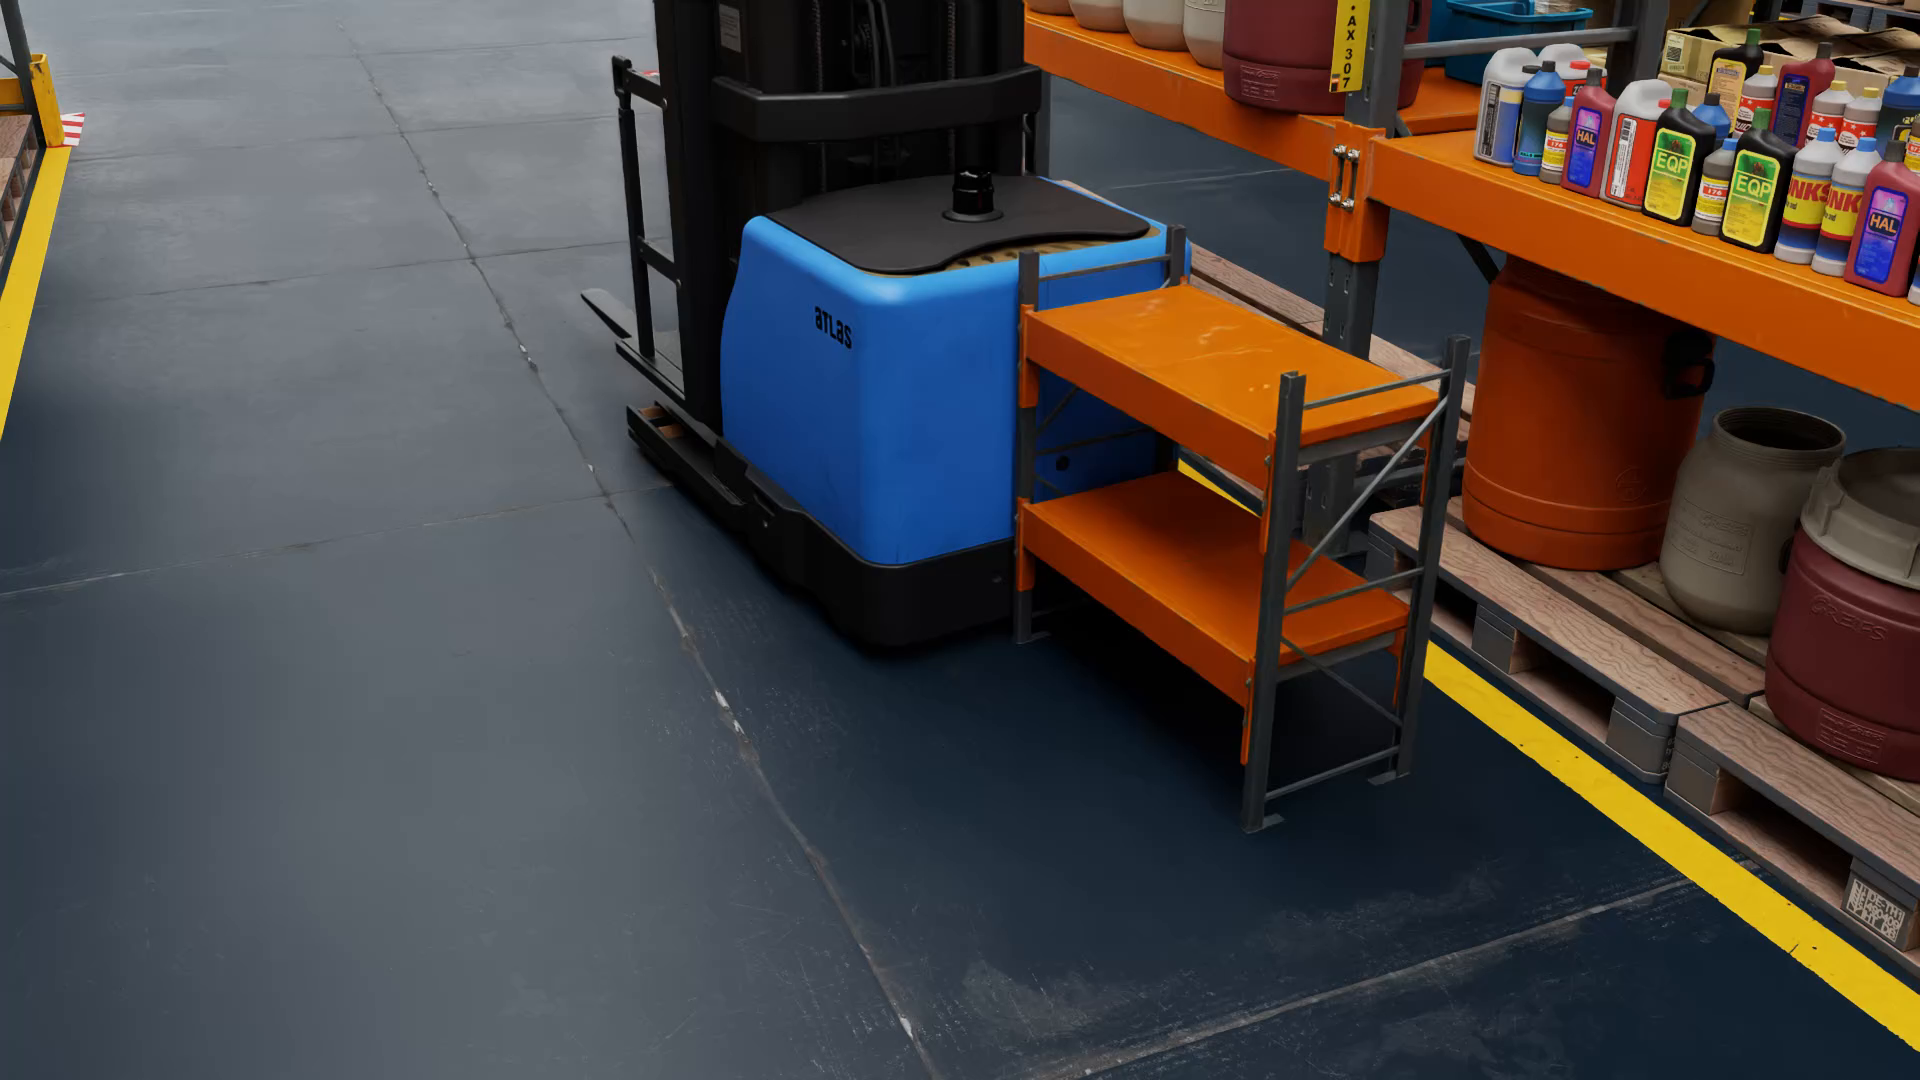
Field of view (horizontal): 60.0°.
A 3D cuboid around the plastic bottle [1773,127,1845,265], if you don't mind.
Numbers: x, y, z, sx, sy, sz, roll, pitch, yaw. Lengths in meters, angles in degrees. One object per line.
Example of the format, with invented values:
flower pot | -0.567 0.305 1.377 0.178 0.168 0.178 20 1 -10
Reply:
plastic bottle | 2.178 -0.287 2.566 0.097 0.271 2.212 -11 28 -21

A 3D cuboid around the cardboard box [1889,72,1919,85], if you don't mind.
cardboard box | 5.077 -2.227 8.408 0.500 0.311 0.500 -10 28 -19

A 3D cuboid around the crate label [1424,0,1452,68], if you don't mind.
crate label | 1.408 -1.851 5.582 0.502 0.435 0.616 -11 28 -21

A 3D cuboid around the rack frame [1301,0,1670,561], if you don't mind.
rack frame | 1.548 -1.387 4.673 1.000 3.000 0.127 -11 28 -21

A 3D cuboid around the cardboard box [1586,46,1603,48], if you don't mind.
cardboard box | 3.971 -3.158 10.955 0.500 0.250 0.500 -11 28 -21

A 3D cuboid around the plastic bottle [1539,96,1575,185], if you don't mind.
plastic bottle | 1.479 -0.977 4.059 0.097 0.201 0.097 0 26 0

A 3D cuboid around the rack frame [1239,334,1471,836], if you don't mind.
rack frame | 0.876 0.119 3.725 0.500 1.125 0.032 -14 29 -26

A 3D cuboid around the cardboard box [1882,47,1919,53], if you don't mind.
cardboard box | 5.366 -2.532 9.033 0.500 0.311 0.500 -11 28 -21

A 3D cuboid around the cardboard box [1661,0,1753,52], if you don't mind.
cardboard box | 4.647 -3.383 10.560 0.500 0.500 0.500 -11 28 -21

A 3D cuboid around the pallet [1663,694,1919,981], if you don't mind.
pallet | 2.369 0.669 3.640 1.003 0.211 1.213 -11 28 -21

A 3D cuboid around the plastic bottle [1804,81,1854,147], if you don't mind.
plastic bottle | 2.218 -1.065 4.239 0.097 0.201 0.097 0 26 0

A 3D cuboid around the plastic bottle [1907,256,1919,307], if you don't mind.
plastic bottle | 1.893 -0.582 3.169 0.097 0.271 0.097 0 26 0

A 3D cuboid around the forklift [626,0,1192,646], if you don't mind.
forklift | -1.627 -10.456 23.426 19.219 2.843 39.197 -14 29 -26

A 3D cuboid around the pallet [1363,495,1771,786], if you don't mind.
pallet | 1.895 0.177 4.647 1.003 0.211 1.213 -11 28 -21

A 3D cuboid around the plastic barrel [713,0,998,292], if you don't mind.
plastic barrel | -0.238 -1.467 4.804 0.905 2.708 0.517 -11 28 -21

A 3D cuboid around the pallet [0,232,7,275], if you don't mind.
pallet | -4.871 -1.163 7.392 1.003 0.211 1.213 -11 28 -21

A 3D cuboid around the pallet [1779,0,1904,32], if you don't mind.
pallet | 5.877 -1.760 8.614 9.879 0.211 12.008 -11 28 -21

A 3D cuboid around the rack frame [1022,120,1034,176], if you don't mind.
rack frame | -0.021 -3.002 7.979 0.949 2.616 0.053 -11 28 -21

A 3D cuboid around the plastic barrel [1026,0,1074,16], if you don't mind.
plastic barrel | 0.442 -2.343 6.475 0.433 0.535 0.433 0 26 0

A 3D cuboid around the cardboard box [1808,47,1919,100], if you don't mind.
cardboard box | 4.869 -2.436 8.836 0.500 0.311 0.500 -12 28 -22

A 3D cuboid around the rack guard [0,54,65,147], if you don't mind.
rack guard | -6.112 -2.612 10.030 1.175 0.500 0.348 -11 28 -21

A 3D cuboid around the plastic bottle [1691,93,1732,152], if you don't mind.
plastic bottle | 1.678 -0.871 3.763 0.097 0.271 0.097 0 26 0

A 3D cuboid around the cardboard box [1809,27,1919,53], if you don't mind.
cardboard box | 5.173 -2.734 9.446 0.500 0.311 0.500 -10 28 -19

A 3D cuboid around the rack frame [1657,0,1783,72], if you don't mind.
rack frame | 4.541 -3.852 9.720 1.000 3.000 0.127 -11 28 -21

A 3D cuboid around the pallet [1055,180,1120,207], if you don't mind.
pallet | 0.325 -1.439 7.956 1.003 0.211 1.213 -11 28 -21

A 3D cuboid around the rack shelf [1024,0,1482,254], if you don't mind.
rack shelf | 0.765 -1.872 6.484 1.077 0.370 4.000 -11 28 -21

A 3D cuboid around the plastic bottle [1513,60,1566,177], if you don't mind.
plastic bottle | 1.440 -1.048 4.124 0.097 0.271 0.097 0 26 0

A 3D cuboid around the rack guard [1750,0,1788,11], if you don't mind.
rack guard | 7.561 -5.165 15.259 1.175 0.500 0.348 -11 28 -21

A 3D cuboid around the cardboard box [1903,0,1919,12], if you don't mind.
cardboard box | 8.184 -4.564 13.526 0.700 0.500 0.500 -12 29 -24

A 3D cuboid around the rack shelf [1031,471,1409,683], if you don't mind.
rack shelf | 0.624 0.079 4.197 0.459 0.093 0.952 -14 29 -26

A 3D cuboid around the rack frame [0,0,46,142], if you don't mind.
rack frame | -6.142 -3.766 9.544 1.000 3.000 0.127 -11 28 -21

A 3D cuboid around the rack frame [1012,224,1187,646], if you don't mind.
rack frame | 0.372 -0.269 4.518 0.500 1.125 0.032 -14 29 -26

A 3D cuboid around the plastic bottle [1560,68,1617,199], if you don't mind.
plastic bottle | 1.507 -0.964 3.939 0.061 0.283 0.133 -11 28 -21

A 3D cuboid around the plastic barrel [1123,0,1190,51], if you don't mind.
plastic barrel | 0.784 -1.986 5.772 0.421 0.512 0.421 0 26 0

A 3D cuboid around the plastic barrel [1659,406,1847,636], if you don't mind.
plastic barrel | 2.059 -0.051 4.292 0.421 0.512 0.421 0 26 0

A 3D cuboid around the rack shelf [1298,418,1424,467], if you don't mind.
rack shelf | 0.624 -0.386 3.969 0.416 0.054 0.922 -14 29 -26

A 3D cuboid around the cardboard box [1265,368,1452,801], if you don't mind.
cardboard box | 0.874 0.119 3.724 0.474 0.981 0.047 -12 28 -23

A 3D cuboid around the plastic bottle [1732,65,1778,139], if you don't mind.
plastic bottle | 2.128 -1.158 4.430 0.097 0.201 0.097 0 26 0

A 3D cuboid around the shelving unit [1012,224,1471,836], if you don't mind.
shelving unit | -11.185 -3.243 5.055 18.801 6.000 16.628 -14 29 -26

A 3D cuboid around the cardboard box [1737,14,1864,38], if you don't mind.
cardboard box | 4.963 -2.943 9.874 0.500 0.311 0.500 -11 28 -21

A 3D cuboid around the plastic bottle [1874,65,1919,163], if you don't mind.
plastic bottle | 2.294 -1.018 4.063 0.097 0.271 0.097 0 26 0

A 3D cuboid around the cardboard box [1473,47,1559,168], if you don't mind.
cardboard box | 5.470 0.347 2.493 5.886 1.356 7.345 -11 28 -21
